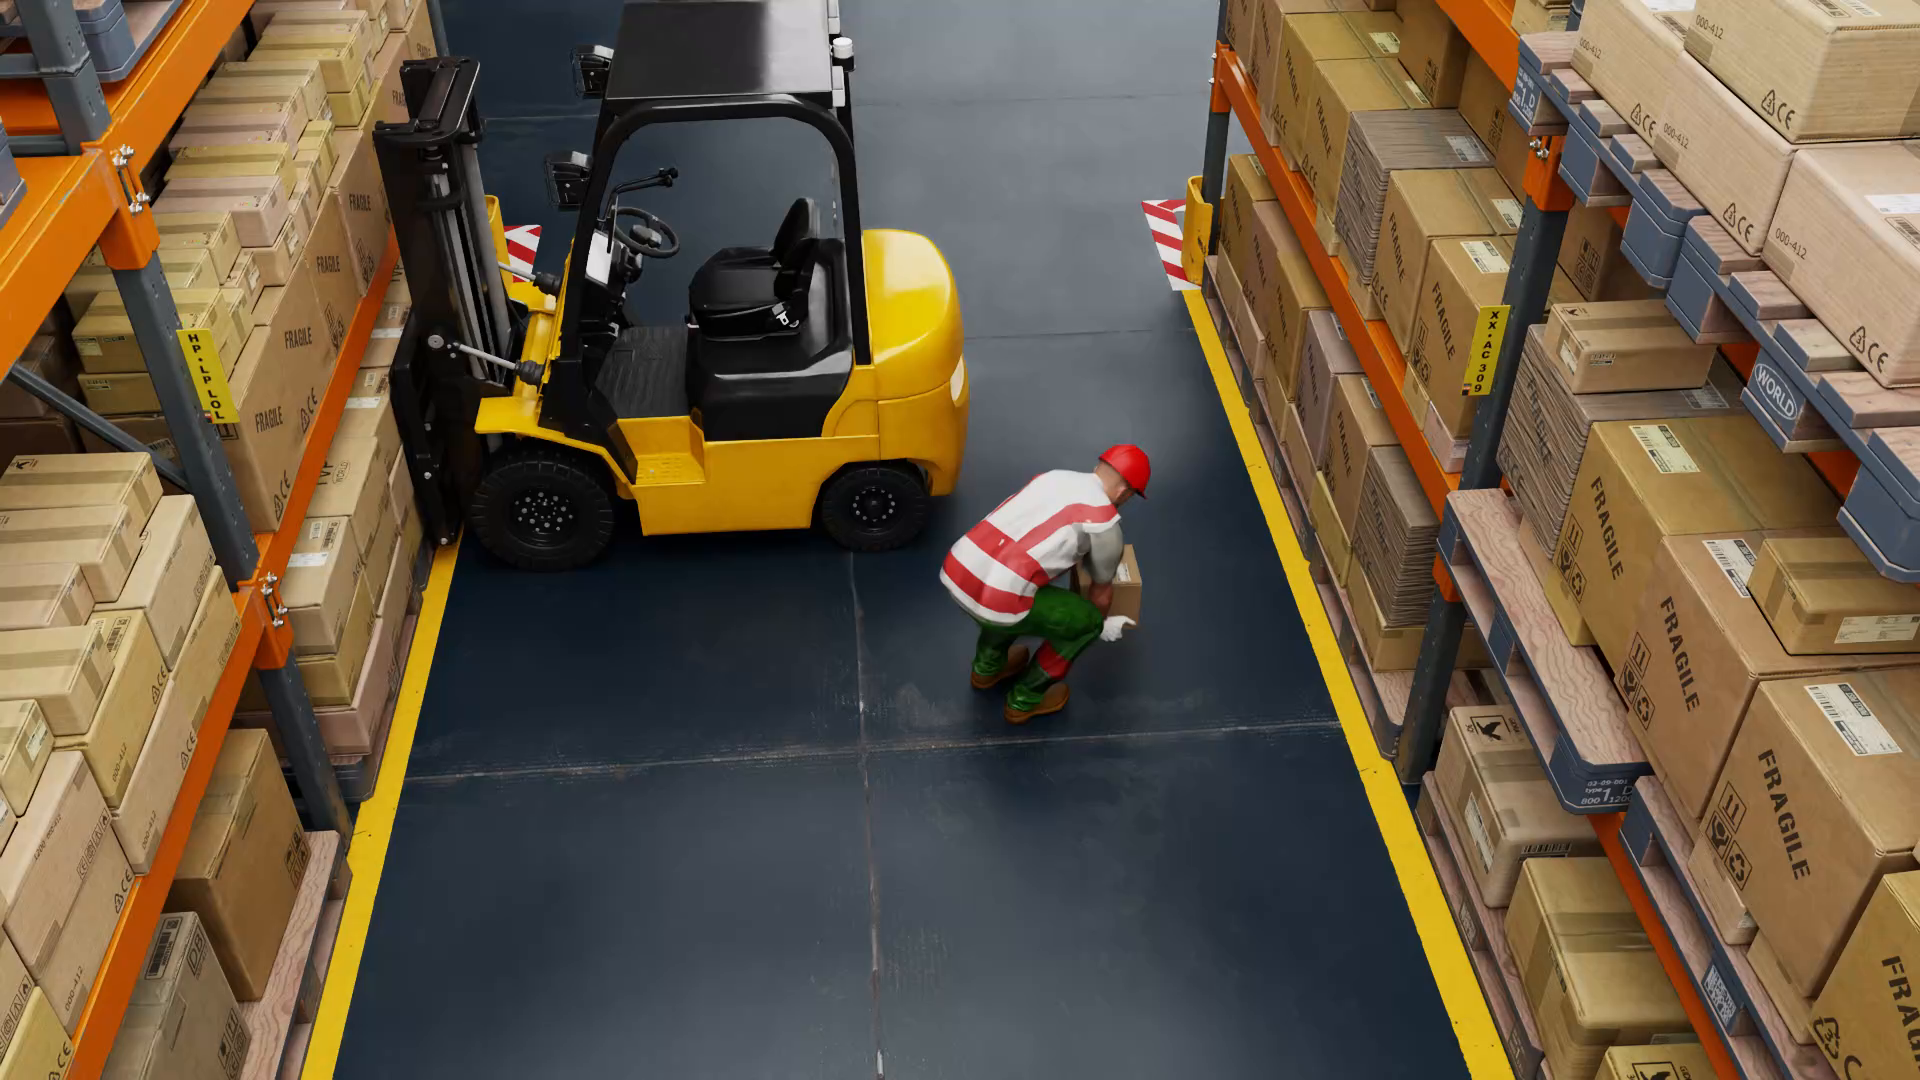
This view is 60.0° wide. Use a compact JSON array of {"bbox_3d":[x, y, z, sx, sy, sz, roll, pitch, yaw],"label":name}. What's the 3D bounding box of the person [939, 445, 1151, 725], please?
[{"bbox_3d":[0.365,0.175,6.562,0.941,0.984,0.524,-25,45,-27],"label":"person"}]
